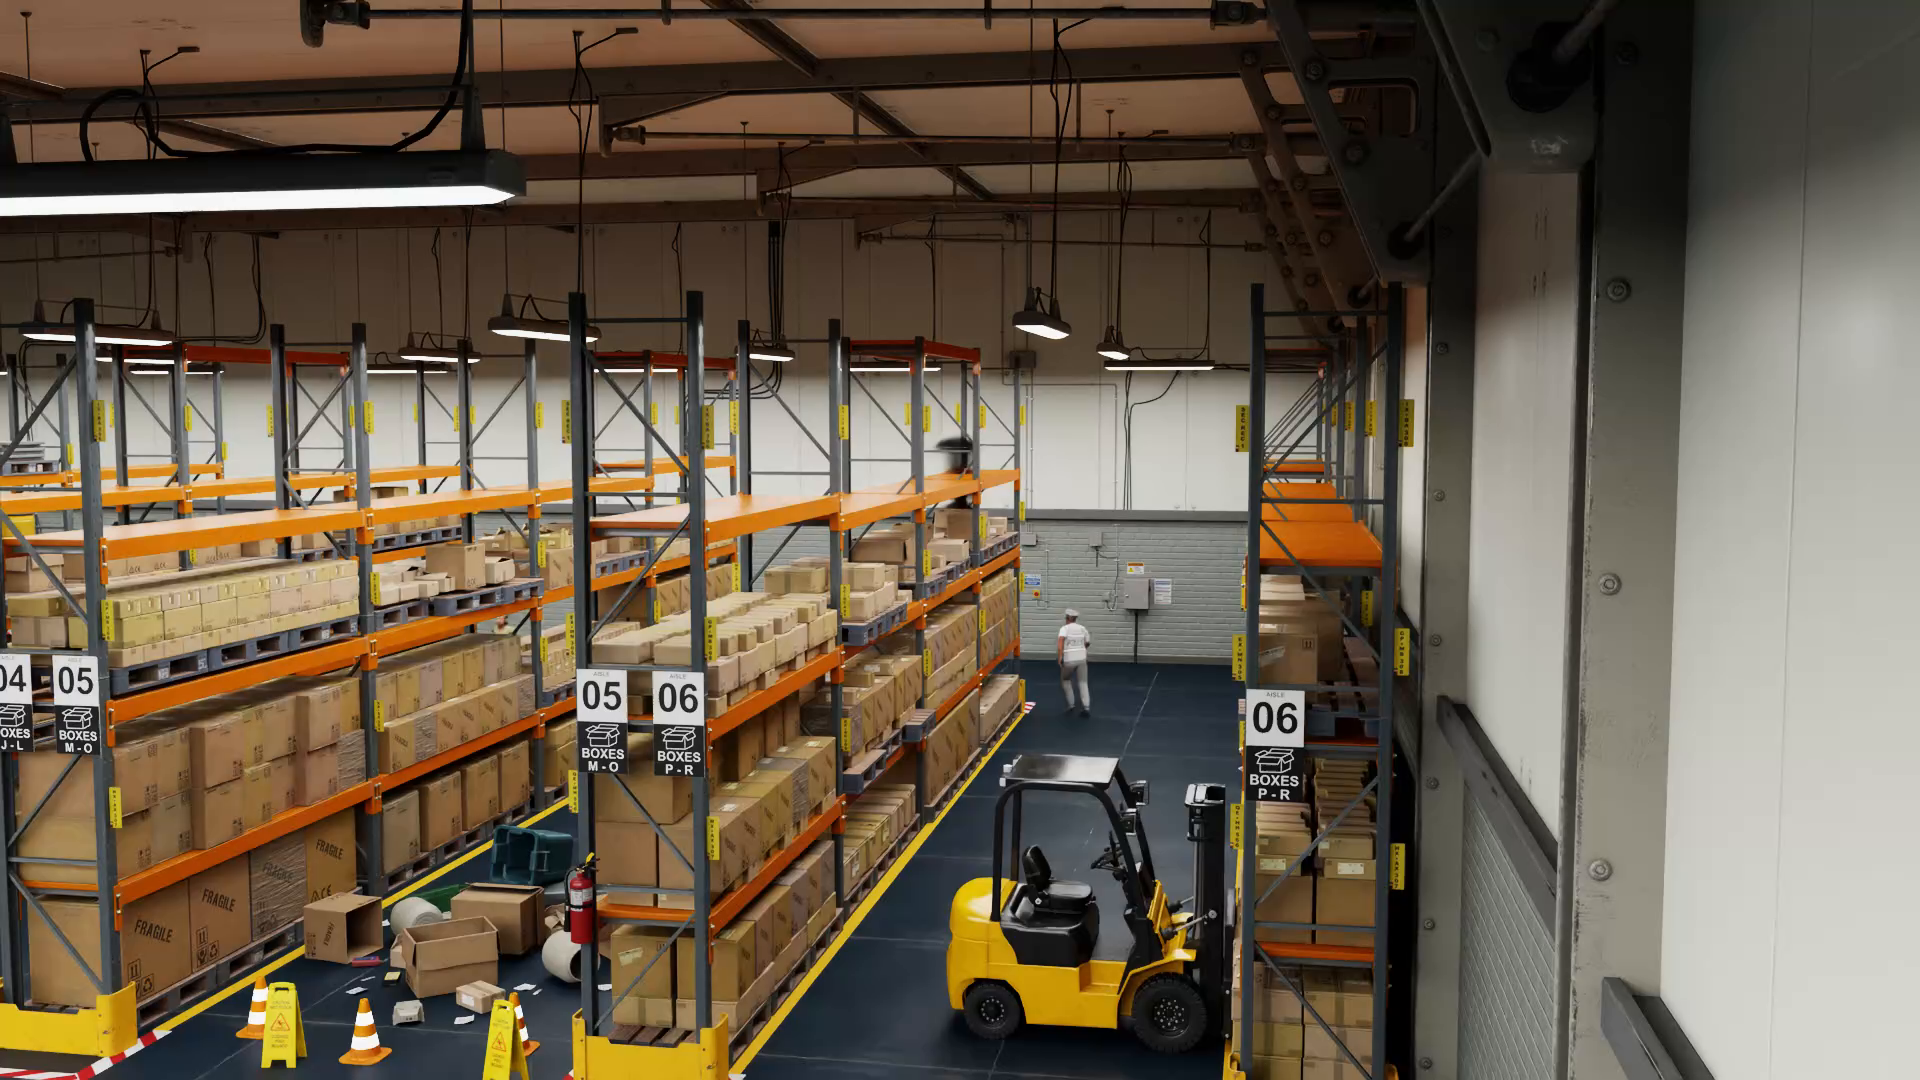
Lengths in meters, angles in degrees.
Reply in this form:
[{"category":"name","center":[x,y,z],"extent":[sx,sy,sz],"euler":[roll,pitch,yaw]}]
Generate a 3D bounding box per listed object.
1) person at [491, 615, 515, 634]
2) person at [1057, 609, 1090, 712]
[{"category":"person","center":[-7.810,2.046,28.556],"extent":[0.548,1.679,0.945],"euler":[1,5,8]},{"category":"person","center":[1.910,2.074,27.975],"extent":[0.644,1.789,0.899],"euler":[-1,5,-11]}]
